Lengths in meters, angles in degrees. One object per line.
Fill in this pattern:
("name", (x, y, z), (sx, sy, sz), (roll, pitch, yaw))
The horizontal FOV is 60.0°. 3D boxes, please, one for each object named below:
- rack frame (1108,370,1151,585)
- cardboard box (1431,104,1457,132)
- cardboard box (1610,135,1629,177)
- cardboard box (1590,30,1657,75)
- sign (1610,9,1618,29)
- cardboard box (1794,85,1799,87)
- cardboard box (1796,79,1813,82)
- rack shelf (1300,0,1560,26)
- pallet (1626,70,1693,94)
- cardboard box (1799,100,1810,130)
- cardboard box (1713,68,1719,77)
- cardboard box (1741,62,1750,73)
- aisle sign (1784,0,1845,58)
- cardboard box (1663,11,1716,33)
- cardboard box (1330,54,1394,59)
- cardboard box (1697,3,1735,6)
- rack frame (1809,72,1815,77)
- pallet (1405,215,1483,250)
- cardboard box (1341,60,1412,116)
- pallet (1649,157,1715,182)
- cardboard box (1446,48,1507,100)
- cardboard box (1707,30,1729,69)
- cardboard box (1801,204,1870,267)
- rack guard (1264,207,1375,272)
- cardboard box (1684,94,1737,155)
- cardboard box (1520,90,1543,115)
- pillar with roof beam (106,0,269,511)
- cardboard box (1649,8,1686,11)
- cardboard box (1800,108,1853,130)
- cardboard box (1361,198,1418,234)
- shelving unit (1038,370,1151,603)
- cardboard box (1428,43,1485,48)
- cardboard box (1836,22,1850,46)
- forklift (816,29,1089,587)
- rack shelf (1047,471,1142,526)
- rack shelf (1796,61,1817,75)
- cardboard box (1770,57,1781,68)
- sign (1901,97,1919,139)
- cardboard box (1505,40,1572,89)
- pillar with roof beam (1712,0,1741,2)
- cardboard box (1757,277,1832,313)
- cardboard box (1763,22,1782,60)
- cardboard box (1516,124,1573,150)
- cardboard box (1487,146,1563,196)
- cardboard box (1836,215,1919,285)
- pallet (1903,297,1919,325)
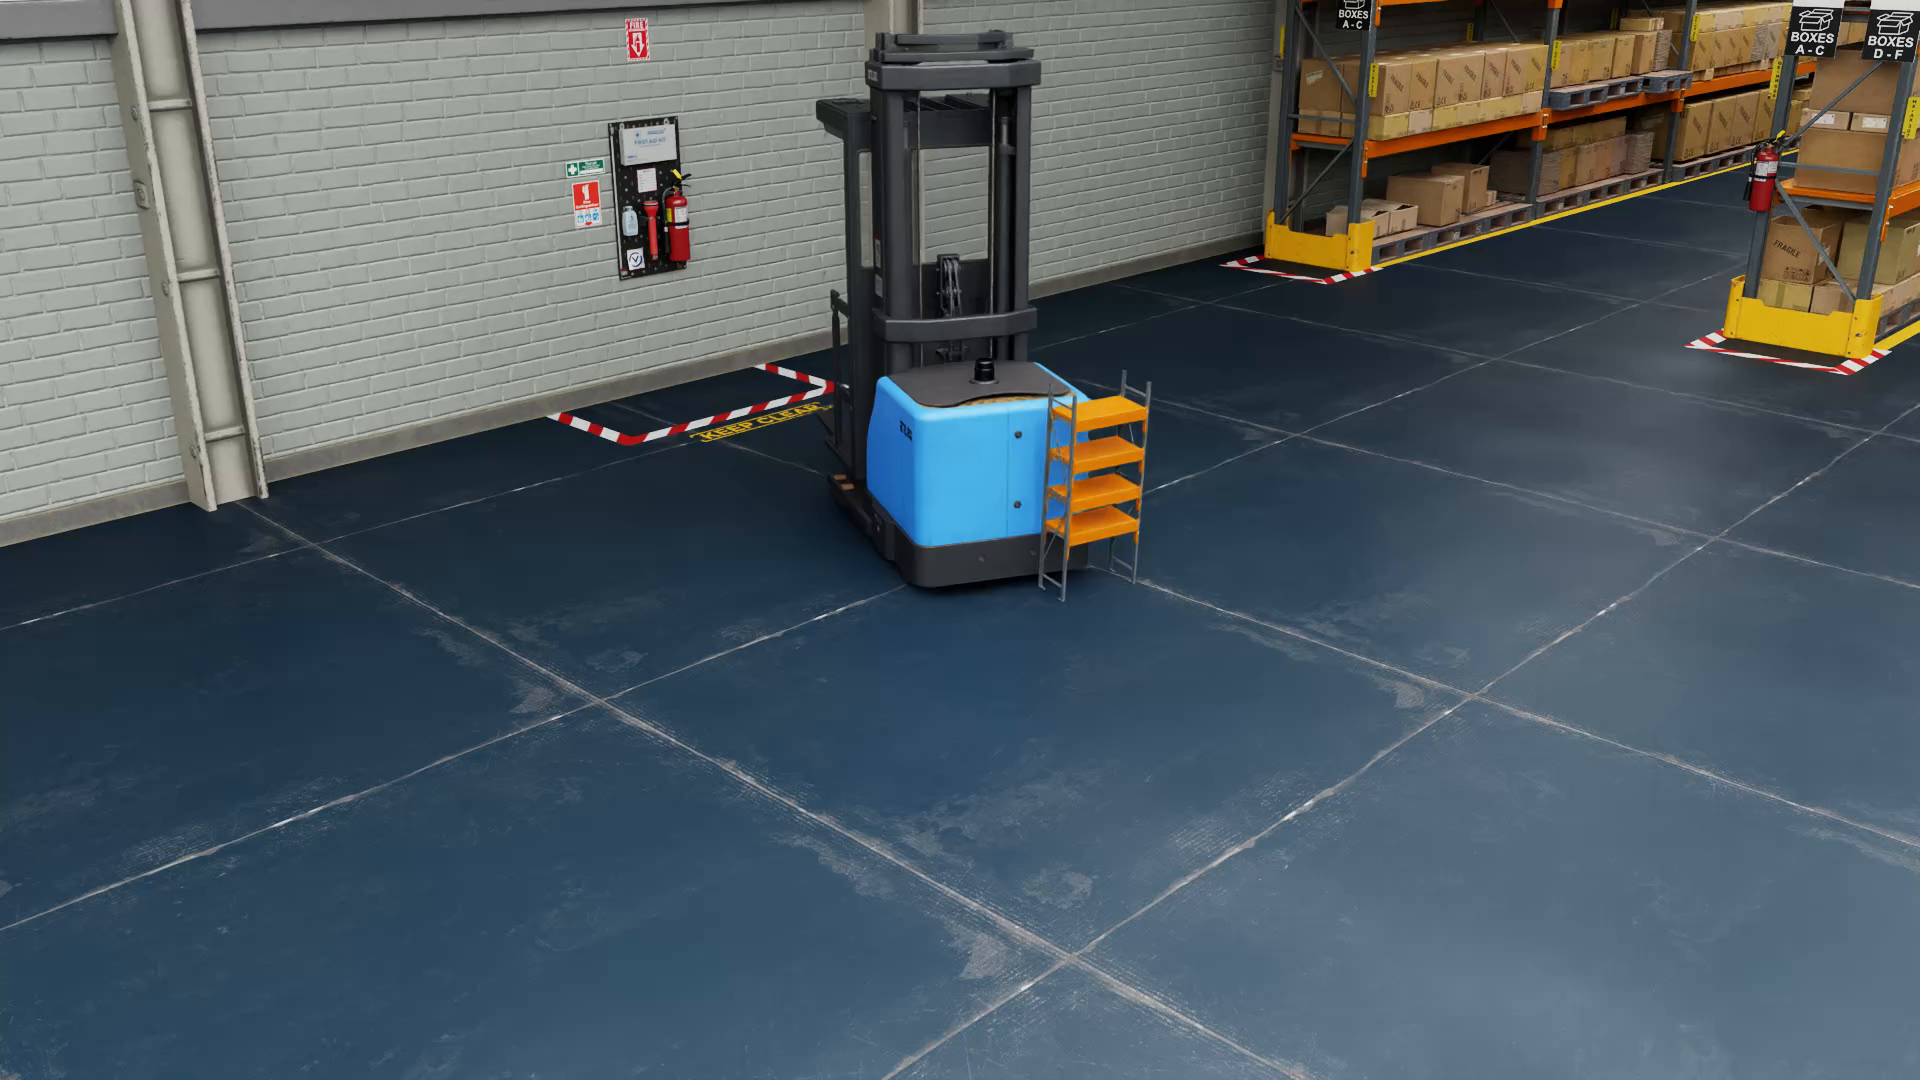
("rack frame", (0.941, -0.339, 9.265), (0.015, 1.200, 0.240), (-13, 28, -30))
("cardboard box", (5.046, -4.609, 18.067), (0.500, 0.250, 0.500), (19, 28, 40))
("cardboard box", (8.440, -5.151, 22.167), (0.700, 0.500, 0.500), (19, 28, 41))
("cardboard box", (8.656, -6.392, 21.772), (0.700, 0.500, 0.500), (16, 26, 36))
("sign", (8.947, -7.093, 22.733), (0.100, 0.325, 0.005), (19, 28, 41))
("cardboard box", (13.216, -7.222, 26.678), (0.380, 0.149, 0.250), (20, 28, 41))
("cardboard box", (13.928, -7.485, 27.363), (0.380, 0.149, 0.250), (20, 28, 41))
("rack shelf", (5.162, -5.936, 18.160), (1.077, 0.370, 4.000), (19, 28, 41))
("pallet", (8.926, -6.115, 22.070), (1.213, 0.211, 1.003), (19, 28, 41))
("cardboard box", (13.086, -6.766, 26.397), (0.700, 0.500, 0.500), (19, 28, 40))
("cardboard box", (10.433, -6.607, 23.405), (0.250, 0.149, 0.380), (-19, 28, -41))
("cardboard box", (11.187, -6.861, 24.067), (0.380, 0.149, 0.250), (18, 28, 39))
("aisle sign", (7.062, -4.389, 13.689), (0.394, 0.787, 0.004), (19, 28, 41))
("cardboard box", (9.869, -7.019, 22.527), (0.500, 0.250, 0.500), (-19, 28, -41))
("cardboard box", (4.301, -4.948, 17.904), (0.500, 0.500, 0.500), (-20, 29, -41))
("cardboard box", (10.924, -7.668, 24.216), (0.500, 0.250, 0.500), (18, 27, 39))
("rack frame", (14.928, -8.471, 27.932), (1.000, 3.000, 0.127), (19, 28, 41))
("pallet", (5.262, -3.588, 19.115), (1.003, 0.211, 1.213), (19, 28, 41))
("cardboard box", (4.315, -4.695, 17.244), (0.500, 0.500, 0.500), (19, 28, 41))
("pallet", (9.951, -5.296, 23.560), (1.003, 0.211, 1.213), (19, 28, 41))
("cardboard box", (5.745, -5.220, 18.610), (0.500, 0.500, 0.500), (18, 28, 39))
("cardboard box", (10.241, -6.802, 23.009), (0.500, 0.500, 0.500), (-19, 28, -40))
("cardboard box", (8.166, -2.854, 15.522), (0.500, 0.500, 0.500), (19, 28, 41))
("rack guard", (3.819, -3.210, 17.730), (1.175, 0.500, 0.348), (19, 28, 41))
("cardboard box", (10.570, -5.986, 23.880), (0.750, 0.750, 0.750), (19, 28, 40))
("cardboard box", (6.444, -5.128, 19.415), (0.500, 0.250, 0.500), (19, 28, 41))
("pillar with roof beam", (-1.652, -3.392, 6.358), (9.100, 9.000, 0.400), (19, 28, 41))
("cardboard box", (9.842, -7.273, 23.188), (0.500, 0.250, 0.500), (18, 27, 39))
("cardboard box", (7.448, -3.614, 14.253), (0.380, 0.149, 0.250), (19, 28, 40))
("cardboard box", (4.711, -3.610, 18.420), (0.500, 0.311, 0.500), (-17, 27, -38))
("shelving unit", (0.734, -0.293, 9.144), (0.503, 1.200, 0.258), (-13, 28, -30))
("cardboard box", (5.716, -5.475, 19.273), (0.500, 0.500, 0.500), (19, 28, 40))
("cardboard box", (13.541, -8.093, 26.533), (0.980, 0.700, 0.700), (18, 27, 38))
("forklift", (-0.219, -1.603, 10.159), (1.130, 2.935, 3.031), (-7, 22, -17))
("rack shelf", (0.732, -0.231, 9.171), (0.480, 0.148, 0.258), (-13, 28, -30))
("rack shelf", (13.533, -7.621, 26.723), (1.077, 0.370, 4.000), (19, 28, 41))
("cardboard box", (11.946, -7.106, 24.703), (0.250, 0.149, 0.380), (-20, 28, -41))
("sign", (7.712, -3.419, 13.473), (0.100, 0.325, 0.005), (19, 28, 41))
("cardboard box", (6.936, -5.760, 20.128), (0.700, 0.500, 0.500), (19, 28, 41))
("pillar with roof beam", (15.091, -9.562, 22.408), (9.100, 9.000, 0.400), (19, 28, 41))
("cardboard box", (7.481, -2.243, 14.977), (0.500, 0.250, 0.500), (19, 28, 41))
("cardboard box", (11.647, -7.322, 24.361), (0.500, 0.500, 0.500), (20, 28, 41))
("cardboard box", (7.363, -5.082, 20.941), (0.500, 0.250, 0.500), (19, 28, 40))
("cardboard box", (7.058, -4.618, 20.779), (0.500, 0.500, 0.700), (-19, 28, -40))
("cardboard box", (8.199, -2.593, 14.841), (0.500, 0.500, 0.500), (19, 28, 41))
("pallet", (8.673, -2.336, 15.859), (1.003, 0.211, 1.213), (19, 28, 41))
